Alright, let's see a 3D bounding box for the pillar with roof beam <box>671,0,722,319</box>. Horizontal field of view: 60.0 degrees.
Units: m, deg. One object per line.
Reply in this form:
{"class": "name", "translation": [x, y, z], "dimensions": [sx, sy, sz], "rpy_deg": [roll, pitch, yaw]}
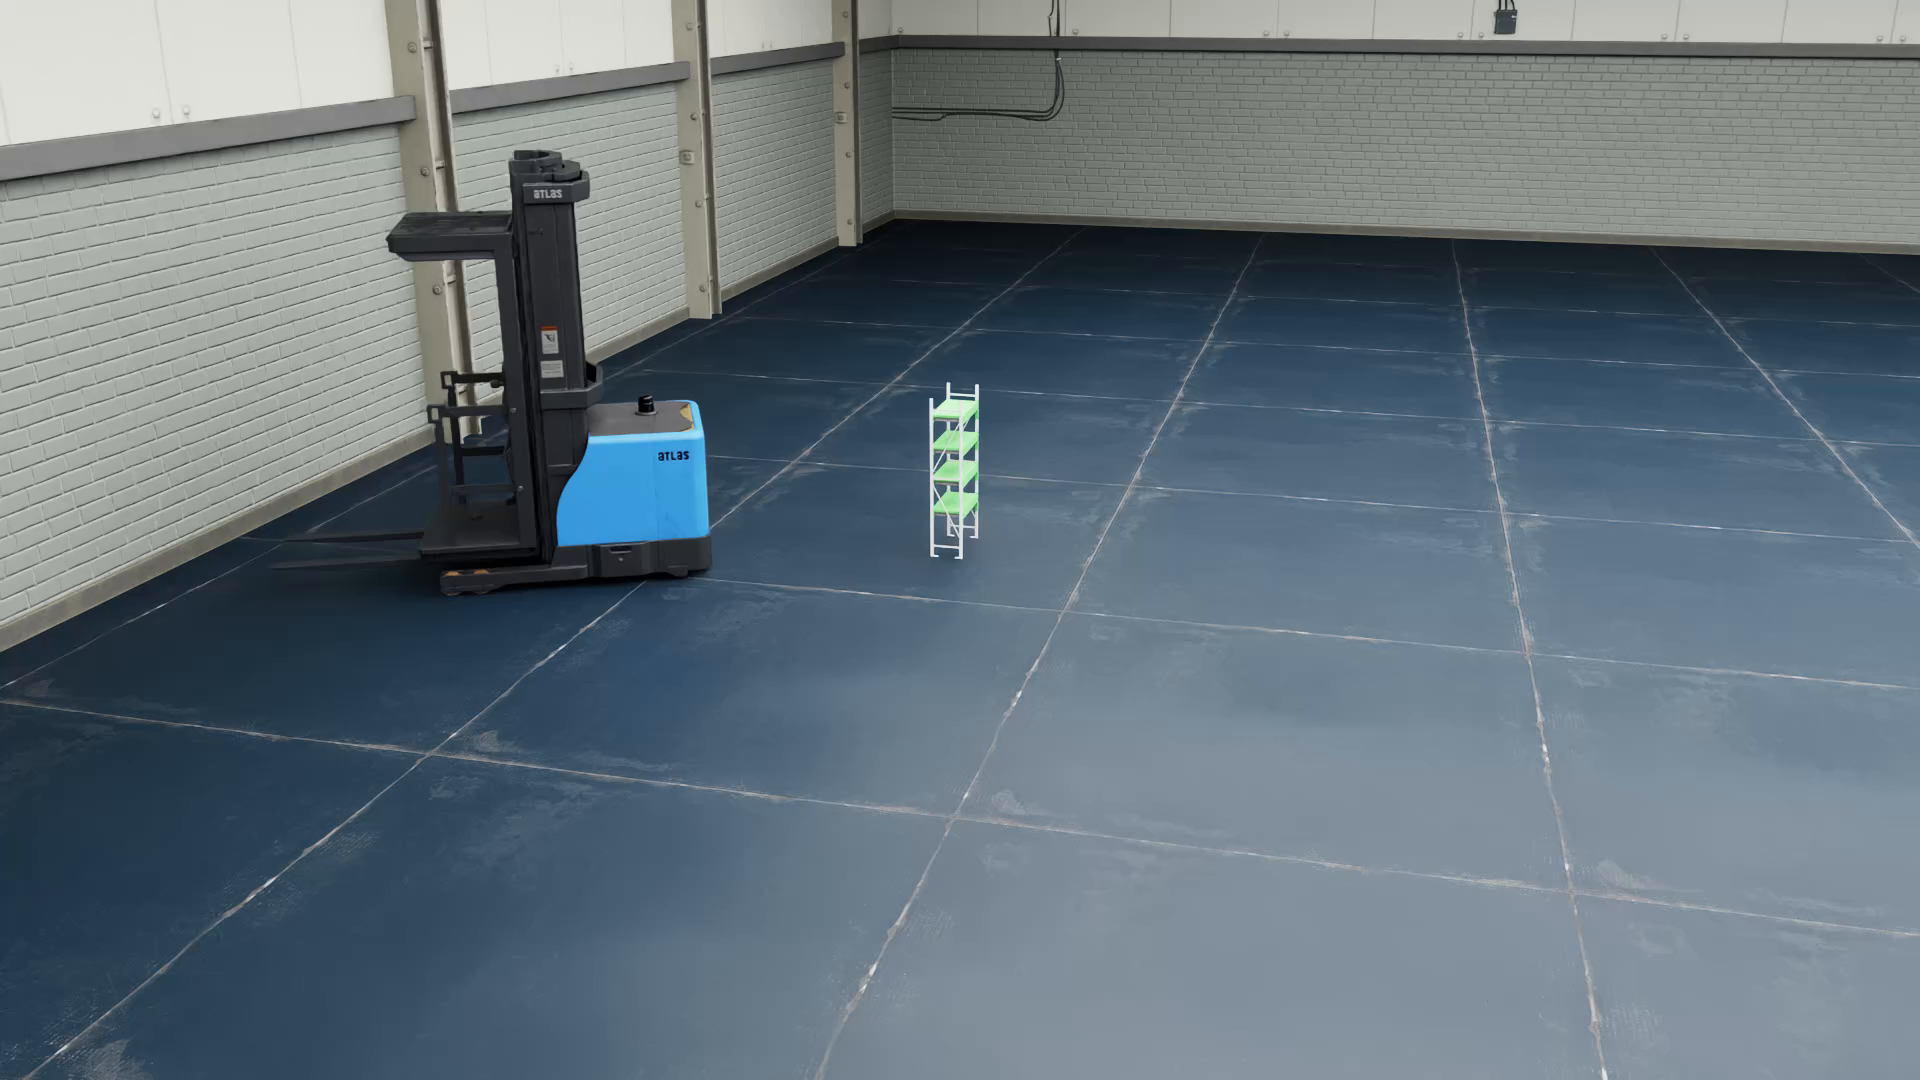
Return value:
{"class": "pillar with roof beam", "translation": [0.953, -6.754, 18.540], "dimensions": [9.100, 9.000, 0.400], "rpy_deg": [5, 19, 13]}

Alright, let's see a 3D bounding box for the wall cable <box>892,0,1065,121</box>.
{"class": "wall cable", "translation": [0.246, -8.324, 27.941], "dimensions": [3.097, 2.526, 0.112], "rpy_deg": [5, 19, 13]}

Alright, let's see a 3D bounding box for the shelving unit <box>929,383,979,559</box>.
{"class": "shelving unit", "translation": [-0.040, -0.516, 12.342], "dimensions": [0.258, 1.200, 0.503], "rpy_deg": [5, 19, 13]}

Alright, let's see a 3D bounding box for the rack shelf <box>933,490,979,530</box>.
{"class": "rack shelf", "translation": [-0.040, -0.228, 12.440], "dimensions": [0.258, 0.148, 0.480], "rpy_deg": [5, 19, 13]}

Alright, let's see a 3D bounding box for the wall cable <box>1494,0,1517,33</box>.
{"class": "wall cable", "translation": [9.448, -10.649, 24.680], "dimensions": [2.305, 6.003, 0.169], "rpy_deg": [5, 19, 13]}

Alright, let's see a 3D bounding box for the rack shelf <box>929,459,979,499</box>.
{"class": "rack shelf", "translation": [-0.040, -0.455, 12.362], "dimensions": [0.258, 0.148, 0.480], "rpy_deg": [5, 19, 13]}

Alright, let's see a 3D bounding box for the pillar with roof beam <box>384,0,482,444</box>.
{"class": "pillar with roof beam", "translation": [-0.513, -4.874, 13.034], "dimensions": [9.100, 9.000, 0.400], "rpy_deg": [5, 19, 13]}

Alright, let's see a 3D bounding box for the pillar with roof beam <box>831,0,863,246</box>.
{"class": "pillar with roof beam", "translation": [2.419, -8.635, 24.046], "dimensions": [9.100, 9.000, 0.400], "rpy_deg": [5, 19, 13]}

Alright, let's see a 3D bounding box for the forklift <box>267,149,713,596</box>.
{"class": "forklift", "translation": [-3.347, -1.184, 11.618], "dimensions": [3.031, 2.935, 1.130], "rpy_deg": [-4, 19, -11]}

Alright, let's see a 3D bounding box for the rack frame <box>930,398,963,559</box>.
{"class": "rack frame", "translation": [-0.100, -0.439, 12.118], "dimensions": [0.240, 1.200, 0.015], "rpy_deg": [5, 19, 13]}

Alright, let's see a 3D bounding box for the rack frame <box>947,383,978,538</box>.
{"class": "rack frame", "translation": [0.019, -0.592, 12.566], "dimensions": [0.240, 1.200, 0.015], "rpy_deg": [5, 19, 13]}

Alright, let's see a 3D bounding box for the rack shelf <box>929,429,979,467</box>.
{"class": "rack shelf", "translation": [-0.040, -0.683, 12.285], "dimensions": [0.258, 0.148, 0.480], "rpy_deg": [5, 19, 13]}

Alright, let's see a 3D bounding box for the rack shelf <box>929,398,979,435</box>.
{"class": "rack shelf", "translation": [-0.040, -0.910, 12.207], "dimensions": [0.258, 0.148, 0.480], "rpy_deg": [5, 19, 13]}
